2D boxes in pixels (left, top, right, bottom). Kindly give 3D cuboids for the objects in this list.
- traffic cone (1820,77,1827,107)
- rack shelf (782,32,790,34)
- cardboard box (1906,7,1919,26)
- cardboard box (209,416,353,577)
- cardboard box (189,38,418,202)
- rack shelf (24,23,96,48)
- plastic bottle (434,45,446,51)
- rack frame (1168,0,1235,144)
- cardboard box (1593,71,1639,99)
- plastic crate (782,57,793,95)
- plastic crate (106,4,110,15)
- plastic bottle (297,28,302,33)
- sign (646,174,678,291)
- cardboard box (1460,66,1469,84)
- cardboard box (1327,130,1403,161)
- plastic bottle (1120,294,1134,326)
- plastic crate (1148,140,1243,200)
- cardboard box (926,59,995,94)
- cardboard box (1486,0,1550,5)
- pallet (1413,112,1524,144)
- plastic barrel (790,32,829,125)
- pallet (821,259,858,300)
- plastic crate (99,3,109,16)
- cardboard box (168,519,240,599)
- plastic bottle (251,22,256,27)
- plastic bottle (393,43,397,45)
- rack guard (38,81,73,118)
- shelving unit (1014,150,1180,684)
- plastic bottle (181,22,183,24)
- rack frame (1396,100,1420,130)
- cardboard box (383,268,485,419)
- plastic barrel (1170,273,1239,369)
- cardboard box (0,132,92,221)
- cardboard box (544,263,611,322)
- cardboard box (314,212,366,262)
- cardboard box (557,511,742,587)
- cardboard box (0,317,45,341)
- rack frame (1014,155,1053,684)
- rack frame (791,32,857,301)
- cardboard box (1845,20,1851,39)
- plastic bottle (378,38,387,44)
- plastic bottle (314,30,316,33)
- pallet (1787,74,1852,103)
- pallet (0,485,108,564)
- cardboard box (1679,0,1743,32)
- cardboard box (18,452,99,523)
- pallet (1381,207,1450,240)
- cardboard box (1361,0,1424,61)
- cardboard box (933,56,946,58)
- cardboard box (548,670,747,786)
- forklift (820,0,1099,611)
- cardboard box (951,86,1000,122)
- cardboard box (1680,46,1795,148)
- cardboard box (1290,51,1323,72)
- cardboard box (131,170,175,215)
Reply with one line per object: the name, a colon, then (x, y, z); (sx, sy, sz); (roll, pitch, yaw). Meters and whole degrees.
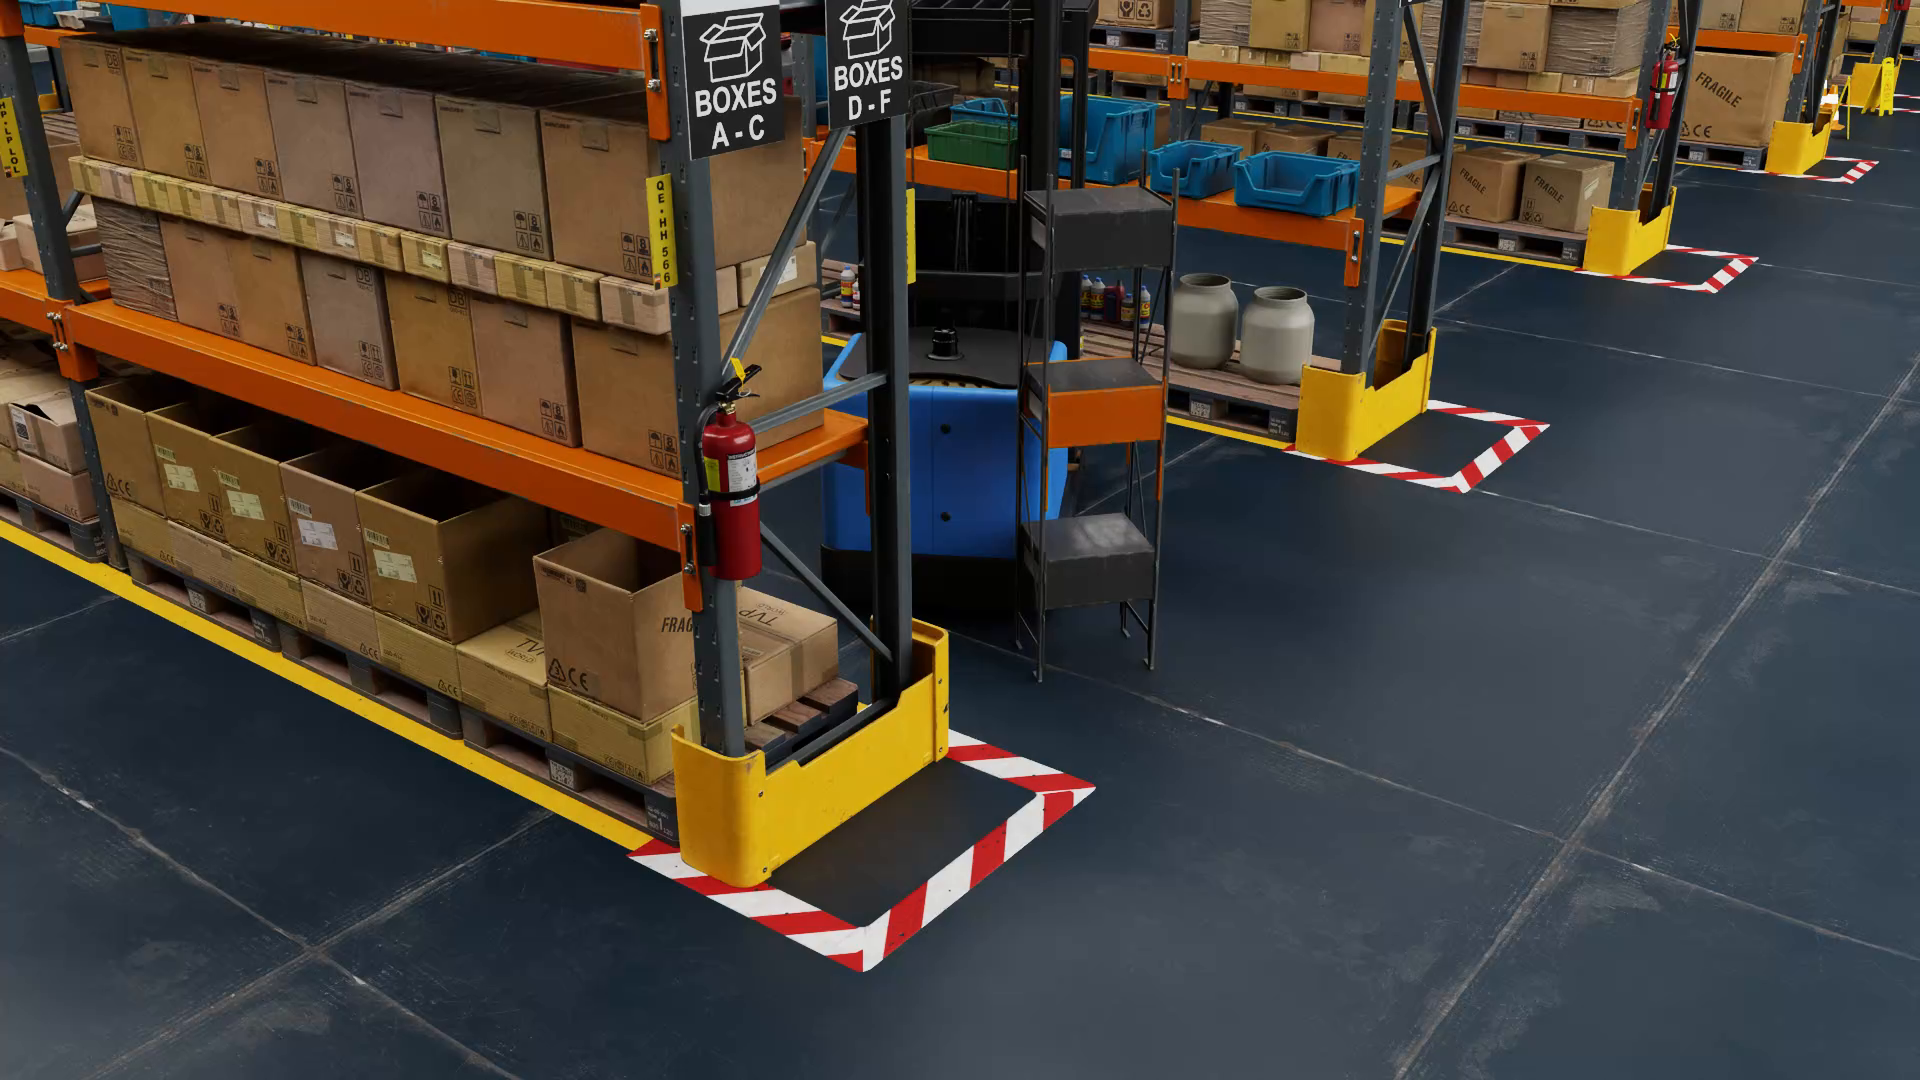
traffic cone: (10.245, -5.346, 19.809); (0.334, 0.463, 0.336); (17, 29, 33)
rack shelf: (-2.583, -5.711, 18.383); (4.000, 0.370, 1.077); (17, 29, 33)
cardboard box: (13.760, -7.601, 24.050); (0.500, 0.250, 0.500); (16, 29, 33)
cardboard box: (-2.742, -0.216, 6.979); (0.500, 0.500, 0.500); (17, 29, 33)
cardboard box: (-2.561, -1.685, 6.620); (0.500, 0.500, 0.700); (17, 29, 33)
rack shelf: (-8.754, -5.080, 16.951); (4.000, 0.370, 1.077); (17, 29, 33)
plastic bottle: (-4.475, -4.222, 14.266); (0.135, 0.276, 0.152); (17, 29, 33)
rack frame: (2.219, -4.589, 14.945); (0.127, 3.000, 1.000); (17, 29, 33)
cardboard box: (5.068, -3.509, 12.805); (0.250, 0.149, 0.380); (17, 29, 33)
plastic crate: (-1.323, -3.039, 11.347); (0.583, 0.464, 0.402); (17, 29, 33)
plastic crate: (-8.265, -5.327, 16.693); (0.530, 0.282, 0.437); (17, 29, 33)
plastic bottle: (-6.008, -4.620, 15.176); (0.097, 0.271, 0.097); (0, 24, 0)
sign: (-0.861, -0.893, 4.827); (0.005, 0.325, 0.100); (17, 29, 33)
cardboard box: (4.057, -3.806, 13.479); (0.250, 0.149, 0.380); (17, 29, 33)
cardboard box: (3.521, -3.267, 14.523); (0.500, 0.500, 0.500); (14, 27, 29)
plastic bottle: (1.102, -1.508, 10.878); (0.097, 0.201, 0.097); (0, 24, 0)
plastic crate: (1.353, -2.139, 9.569); (0.408, 0.251, 0.499); (17, 29, 33)
cardboard box: (0.003, -4.679, 16.775); (0.500, 0.250, 0.500); (21, 31, 39)
cardboard box: (4.428, -4.433, 12.859); (0.500, 0.500, 0.500); (17, 29, 33)
pallet: (5.836, -4.680, 18.609); (1.213, 0.211, 1.003); (17, 29, 33)
plastic barrel: (-0.879, -3.411, 11.651); (0.708, 0.901, 0.600); (17, 29, 33)
pallet: (-1.404, -1.892, 12.283); (1.213, 0.211, 1.003); (17, 29, 33)
plastic crate: (-8.557, -5.430, 16.986); (0.300, 0.233, 0.416); (17, 29, 33)
cardboard box: (-3.139, 0.005, 7.408); (0.500, 0.250, 0.500); (17, 29, 33)
plastic bottle: (-6.644, -4.878, 15.754); (0.135, 0.276, 0.152); (17, 29, 33)
plastic bottle: (-4.532, -3.865, 13.446); (0.133, 0.283, 0.061); (17, 29, 33)
rack guard: (-10.381, -4.750, 18.412); (0.348, 0.500, 1.175); (17, 29, 33)
shelving unit: (0.524, -0.467, 6.705); (0.503, 2.100, 0.431); (-5, 24, -12)
plastic bottle: (-7.116, -4.646, 15.218); (0.133, 0.283, 0.061); (17, 29, 33)
rack frame: (5.274, -6.165, 18.521); (0.127, 3.000, 1.000); (17, 29, 33)
cardboard box: (-1.708, -0.837, 6.304); (0.500, 0.500, 0.700); (17, 29, 34)
plastic barrel: (1.475, -1.333, 10.120); (0.421, 0.512, 0.421); (0, 24, 0)
cardboard box: (-4.752, -1.758, 8.395); (0.500, 0.500, 0.500); (19, 30, 37)
cardboard box: (-1.155, -0.863, 5.559); (0.250, 0.149, 0.380); (18, 29, 35)
cardboard box: (-2.187, -1.174, 6.266); (0.250, 0.149, 0.380); (16, 29, 33)
cardboard box: (-1.222, -0.025, 6.546); (0.500, 0.500, 0.500); (17, 29, 33)
cardboard box: (-5.138, -1.136, 9.301); (0.500, 0.311, 0.500); (18, 29, 35)
rack frame: (0.287, -0.444, 6.654); (0.015, 2.100, 0.400); (-5, 24, -12)
rack frame: (-0.752, -2.991, 11.318); (0.127, 3.000, 1.000); (17, 29, 33)
cardboard box: (12.984, -7.614, 24.700); (0.500, 0.250, 0.500); (17, 29, 34)
plastic bottle: (-5.106, -4.424, 14.731); (0.097, 0.271, 0.097); (0, 24, 0)
plastic bottle: (-5.508, -4.233, 14.281); (0.133, 0.283, 0.061); (17, 29, 33)
pallet: (10.673, -5.769, 21.082); (1.213, 0.211, 1.003); (17, 29, 33)
pallet: (-4.339, -0.283, 8.631); (1.213, 0.211, 1.003); (17, 29, 33)
cardboard box: (7.698, -5.467, 16.752); (0.550, 0.550, 0.875); (17, 29, 33)
cardboard box: (-4.231, -0.334, 8.178); (0.500, 0.250, 0.500); (16, 29, 33)
pallet: (3.758, -2.867, 14.495); (1.213, 0.211, 1.003); (17, 29, 33)
cardboard box: (3.756, -4.287, 13.767); (0.500, 0.500, 0.875); (17, 29, 33)
cardboard box: (-0.271, -6.756, 22.442); (0.500, 0.500, 0.500); (18, 30, 36)
cardboard box: (-1.131, 0.605, 6.045); (0.500, 0.250, 0.500); (17, 29, 33)
forklift: (0.084, -1.590, 8.224); (1.130, 2.935, 3.031); (3, 24, 7)
cardboard box: (0.018, -4.328, 16.907); (0.500, 0.500, 0.700); (14, 27, 29)
cardboard box: (7.893, -4.560, 16.993); (0.875, 0.875, 0.875); (17, 29, 34)
cardboard box: (3.000, -4.078, 14.096); (0.250, 0.149, 0.380); (17, 29, 33)
cardboard box: (-3.218, -1.486, 6.974); (0.250, 0.149, 0.380); (16, 28, 32)
